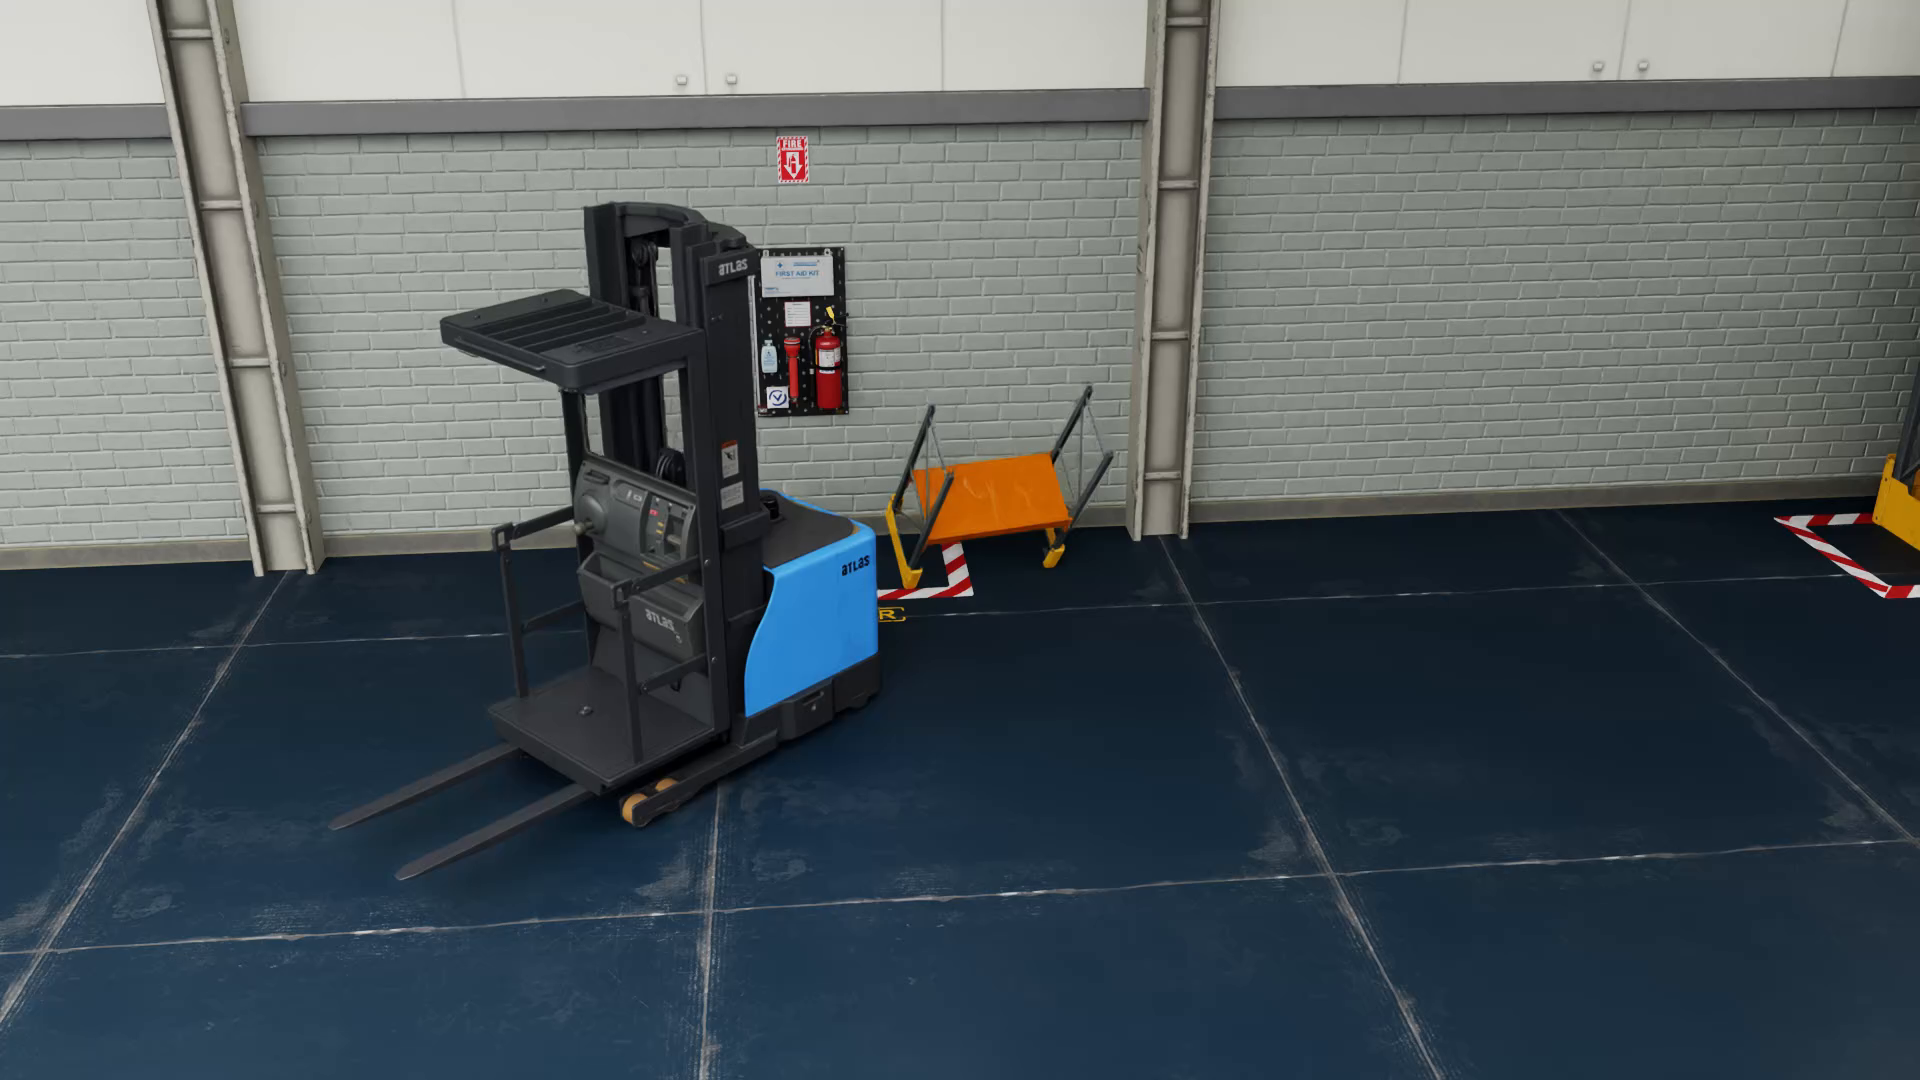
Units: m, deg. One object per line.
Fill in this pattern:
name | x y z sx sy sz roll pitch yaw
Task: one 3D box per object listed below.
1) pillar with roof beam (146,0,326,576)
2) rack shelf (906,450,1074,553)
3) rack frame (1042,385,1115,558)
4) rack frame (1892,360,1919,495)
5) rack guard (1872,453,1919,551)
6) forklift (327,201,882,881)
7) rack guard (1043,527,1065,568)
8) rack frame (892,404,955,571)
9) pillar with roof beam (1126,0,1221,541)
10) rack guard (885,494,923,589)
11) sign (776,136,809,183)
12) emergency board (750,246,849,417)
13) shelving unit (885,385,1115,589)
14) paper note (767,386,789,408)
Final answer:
pillar with roof beam | -4.144 -2.197 5.615 0.400 9.000 9.100 -2 24 -5
rack shelf | 0.181 -0.254 10.779 1.000 0.185 0.538 -8 66 -17
rack frame | 0.700 -0.401 10.770 0.032 1.500 0.500 -8 66 -17
rack frame | 6.763 -1.298 10.976 0.127 3.000 1.000 -2 24 -5
rack guard | 6.839 -0.158 11.491 0.348 0.500 1.175 -2 24 -5
forklift | -1.814 -0.113 8.395 1.130 2.935 3.031 20 31 38
rack guard | 0.568 -0.129 11.317 0.087 0.250 0.587 -8 66 -17
rack frame | -0.262 -0.262 10.472 0.032 1.500 0.500 -8 66 -17
pillar with roof beam | 1.827 -2.437 6.153 0.400 9.000 9.100 -2 24 -5
rack guard | -0.374 0.007 11.025 0.087 0.250 0.587 -8 66 -17
sign | -1.077 -2.452 10.719 0.199 0.298 0.001 -2 24 -5
emergency board | -1.059 -1.352 11.100 0.643 1.169 0.194 -2 24 -5
shelving unit | 0.227 -0.333 10.624 1.083 1.500 0.587 -8 66 -17
paper note | -1.242 -0.971 11.325 0.142 0.148 0.016 -2 24 -5
